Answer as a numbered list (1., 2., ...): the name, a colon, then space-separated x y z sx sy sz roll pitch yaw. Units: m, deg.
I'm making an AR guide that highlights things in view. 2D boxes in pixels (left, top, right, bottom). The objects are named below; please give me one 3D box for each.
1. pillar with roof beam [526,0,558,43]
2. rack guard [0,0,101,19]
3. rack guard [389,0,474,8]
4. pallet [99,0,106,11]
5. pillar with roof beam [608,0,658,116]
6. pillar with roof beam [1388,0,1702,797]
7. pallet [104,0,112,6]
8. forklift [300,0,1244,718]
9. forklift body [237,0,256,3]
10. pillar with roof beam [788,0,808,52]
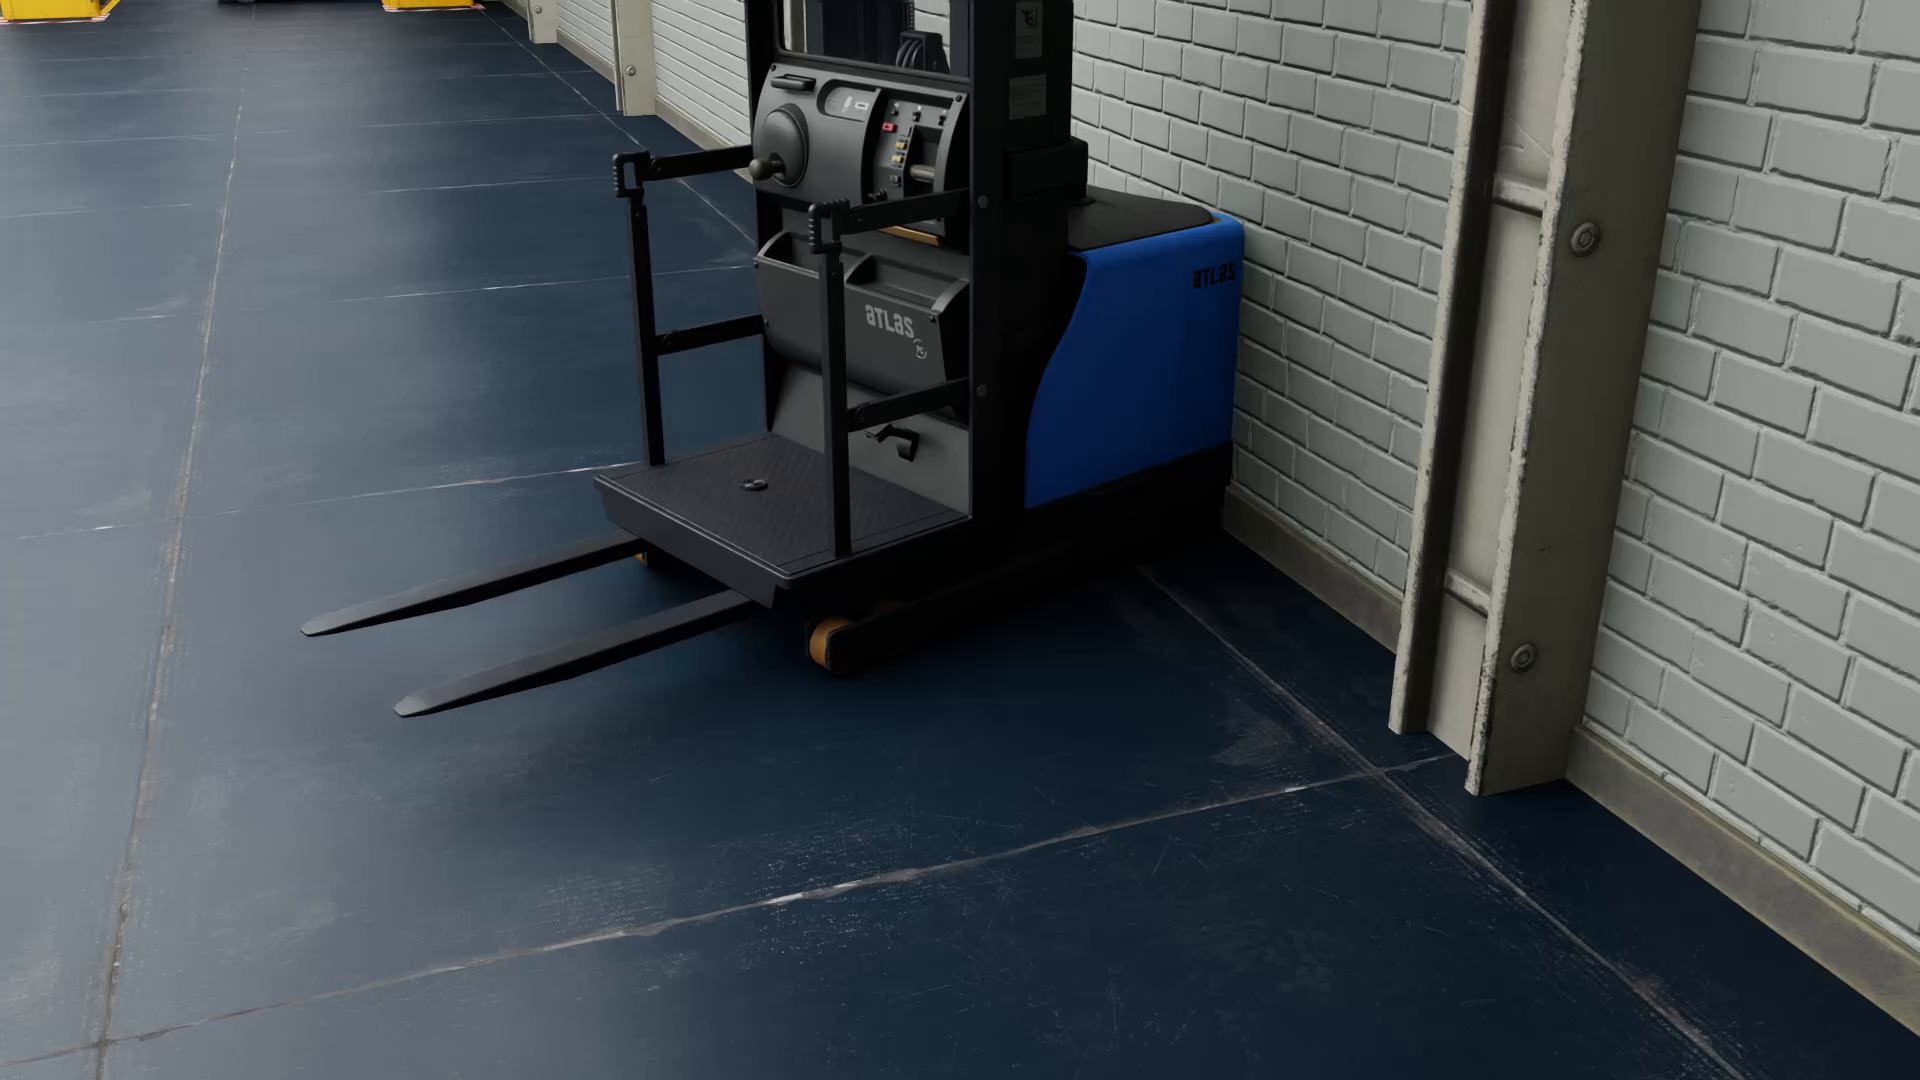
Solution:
1. pillar with roof beam: -9.005 -9.538 16.795 9.100 9.000 0.400 -8 24 -19
2. rack guard: -12.364 -7.361 22.572 1.175 0.500 0.348 -8 24 -19
3. rack guard: -7.686 -8.008 24.105 1.175 0.500 0.348 -8 24 -19
4. pallet: -12.617 -7.528 23.340 1.003 0.211 1.213 -8 24 -19
5. pillar with roof beam: -6.885 -7.358 11.622 9.100 9.000 0.400 -8 24 -19
6. pillar with roof beam: -2.646 -2.998 1.277 9.100 9.000 0.400 -8 24 -19
7. pallet: -13.045 -7.971 24.390 1.003 0.211 1.213 -8 24 -19
8. forklift: -0.469 -1.191 4.802 3.031 2.935 1.130 -19 29 -37
9. forklift body: -10.071 -9.216 24.846 2.313 2.155 1.214 -8 24 -19
10. pillar with roof beam: -4.766 -5.178 6.450 9.100 9.000 0.400 -8 24 -19
